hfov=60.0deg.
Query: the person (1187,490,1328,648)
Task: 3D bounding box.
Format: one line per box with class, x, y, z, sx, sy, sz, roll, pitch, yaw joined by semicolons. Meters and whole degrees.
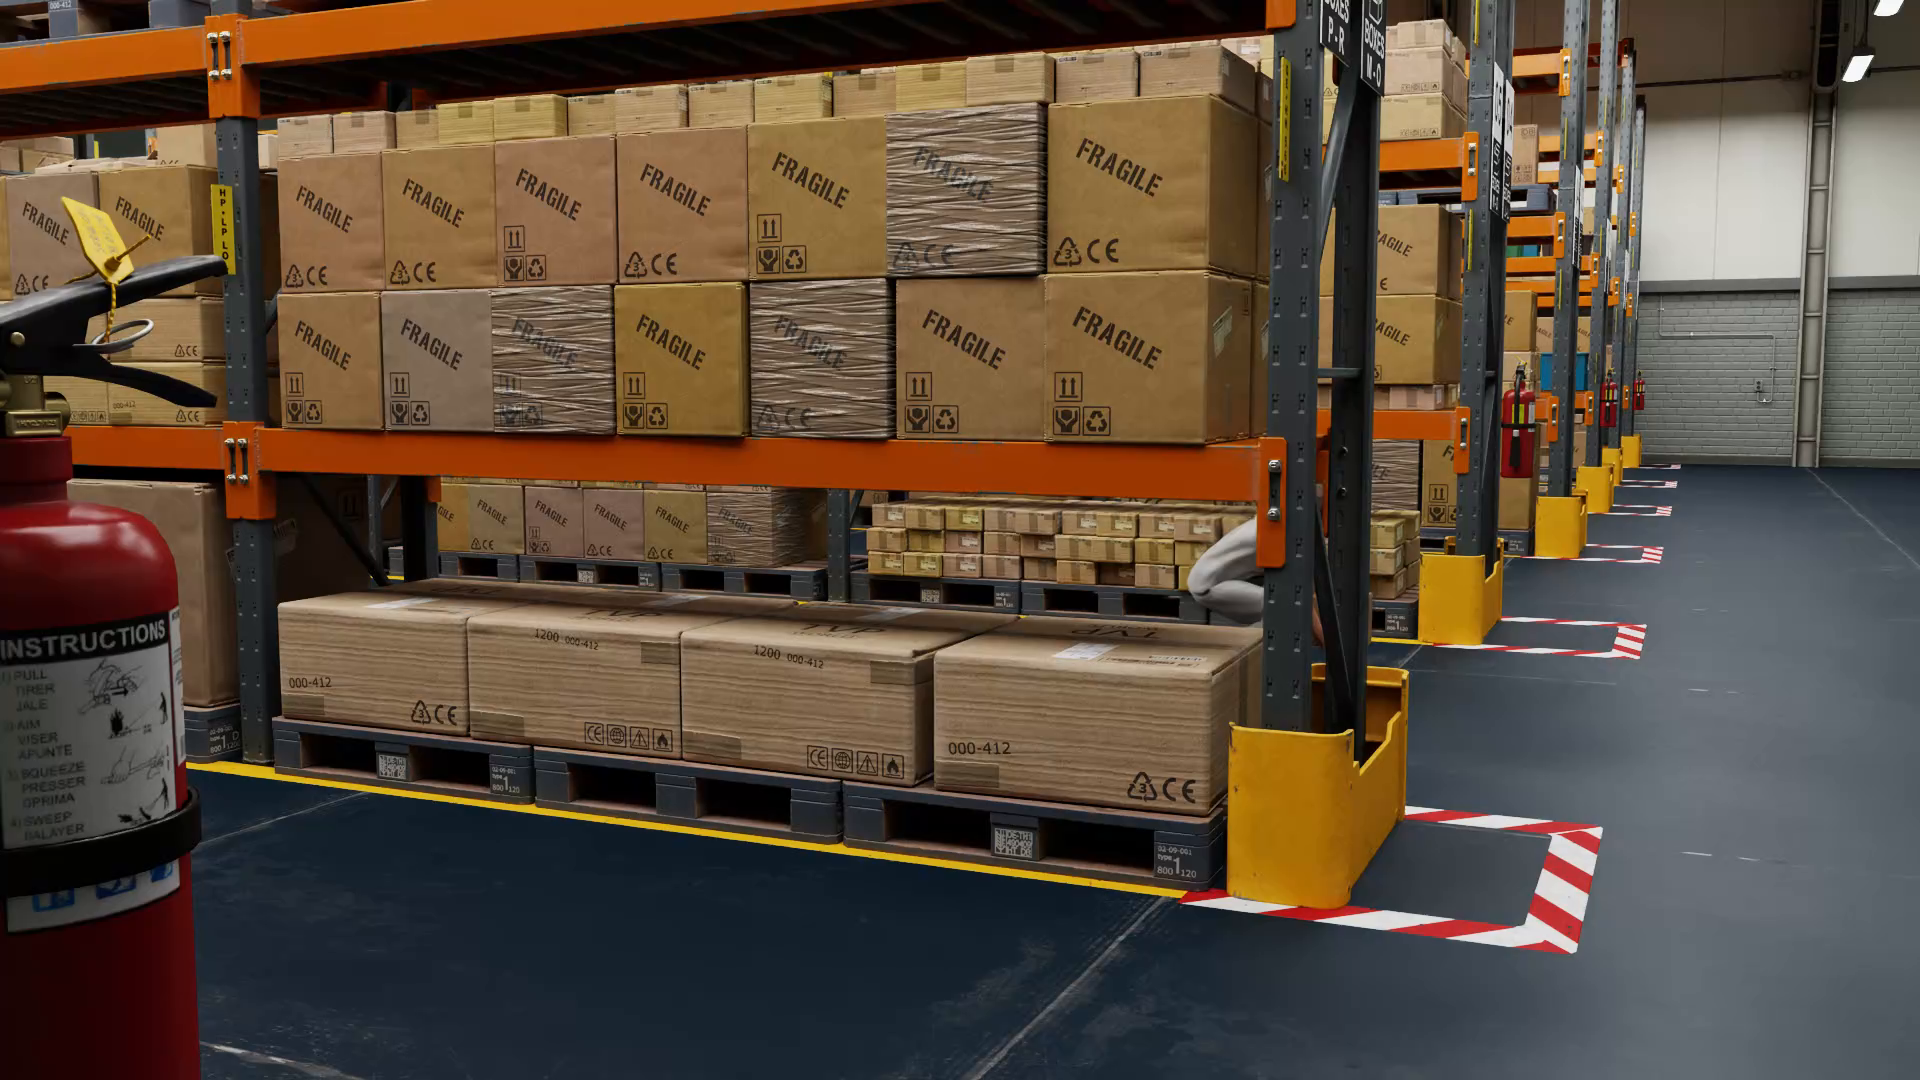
person;1.529;0.223;8.173;0.801;0.953;0.483;2;6;23
